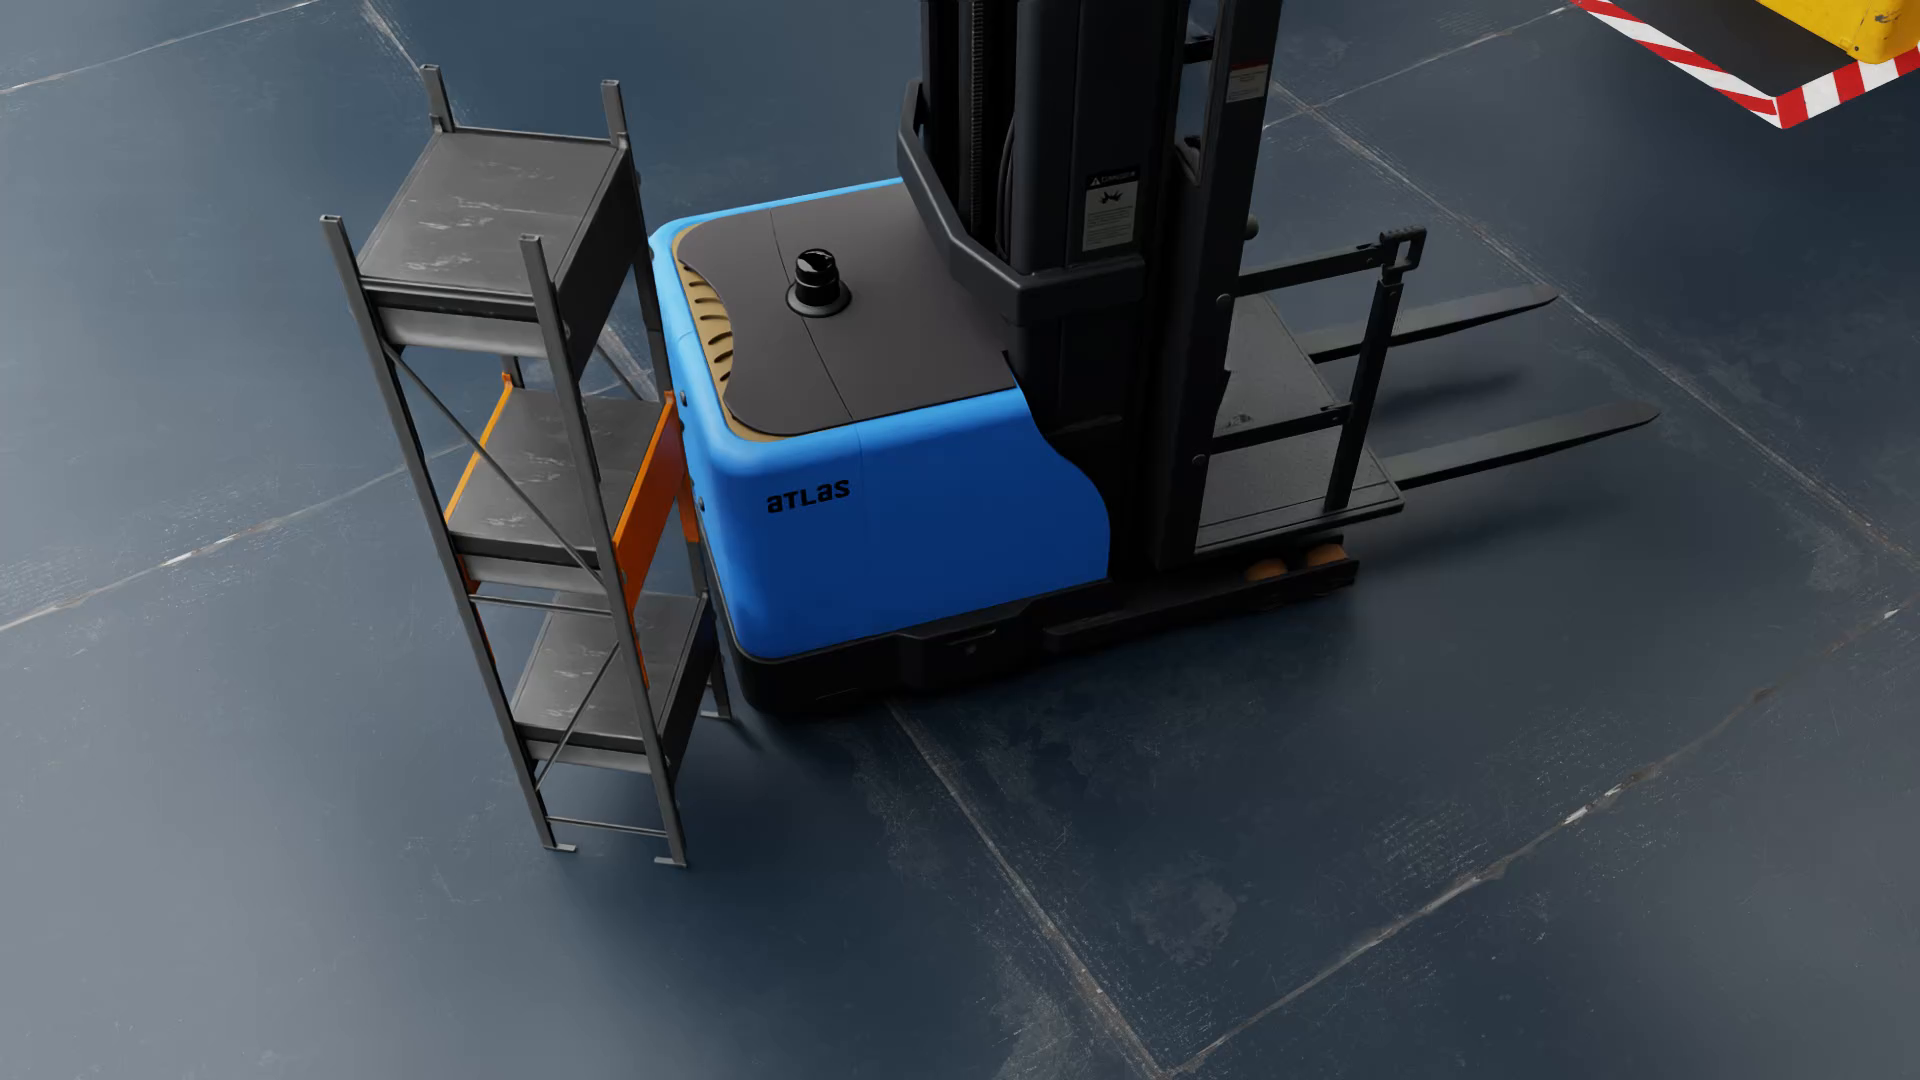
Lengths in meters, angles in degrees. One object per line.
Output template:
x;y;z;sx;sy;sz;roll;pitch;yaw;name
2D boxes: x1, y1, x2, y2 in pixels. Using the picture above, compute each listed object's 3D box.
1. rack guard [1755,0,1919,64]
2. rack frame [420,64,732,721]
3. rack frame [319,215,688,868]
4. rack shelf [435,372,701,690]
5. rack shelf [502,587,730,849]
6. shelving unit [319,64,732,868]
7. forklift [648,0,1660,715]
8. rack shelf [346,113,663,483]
3.687;-2.600;7.231;0.348;0.500;1.175;-25;53;-21;rack guard
-0.859;-0.208;4.028;0.400;2.100;0.015;6;48;6;rack frame
-0.932;0.151;3.706;0.400;2.100;0.015;6;48;6;rack frame
-0.895;-0.019;3.878;0.431;0.518;0.480;6;48;6;rack shelf
-0.894;0.448;4.399;0.431;0.518;0.480;6;48;6;rack shelf
-0.895;-0.028;3.867;0.431;2.100;0.503;6;48;6;shelving unit
0.695;-1.126;4.290;3.031;2.935;1.130;-13;50;-12;forklift
-0.897;-0.486;3.356;0.431;0.518;0.480;6;48;6;rack shelf
